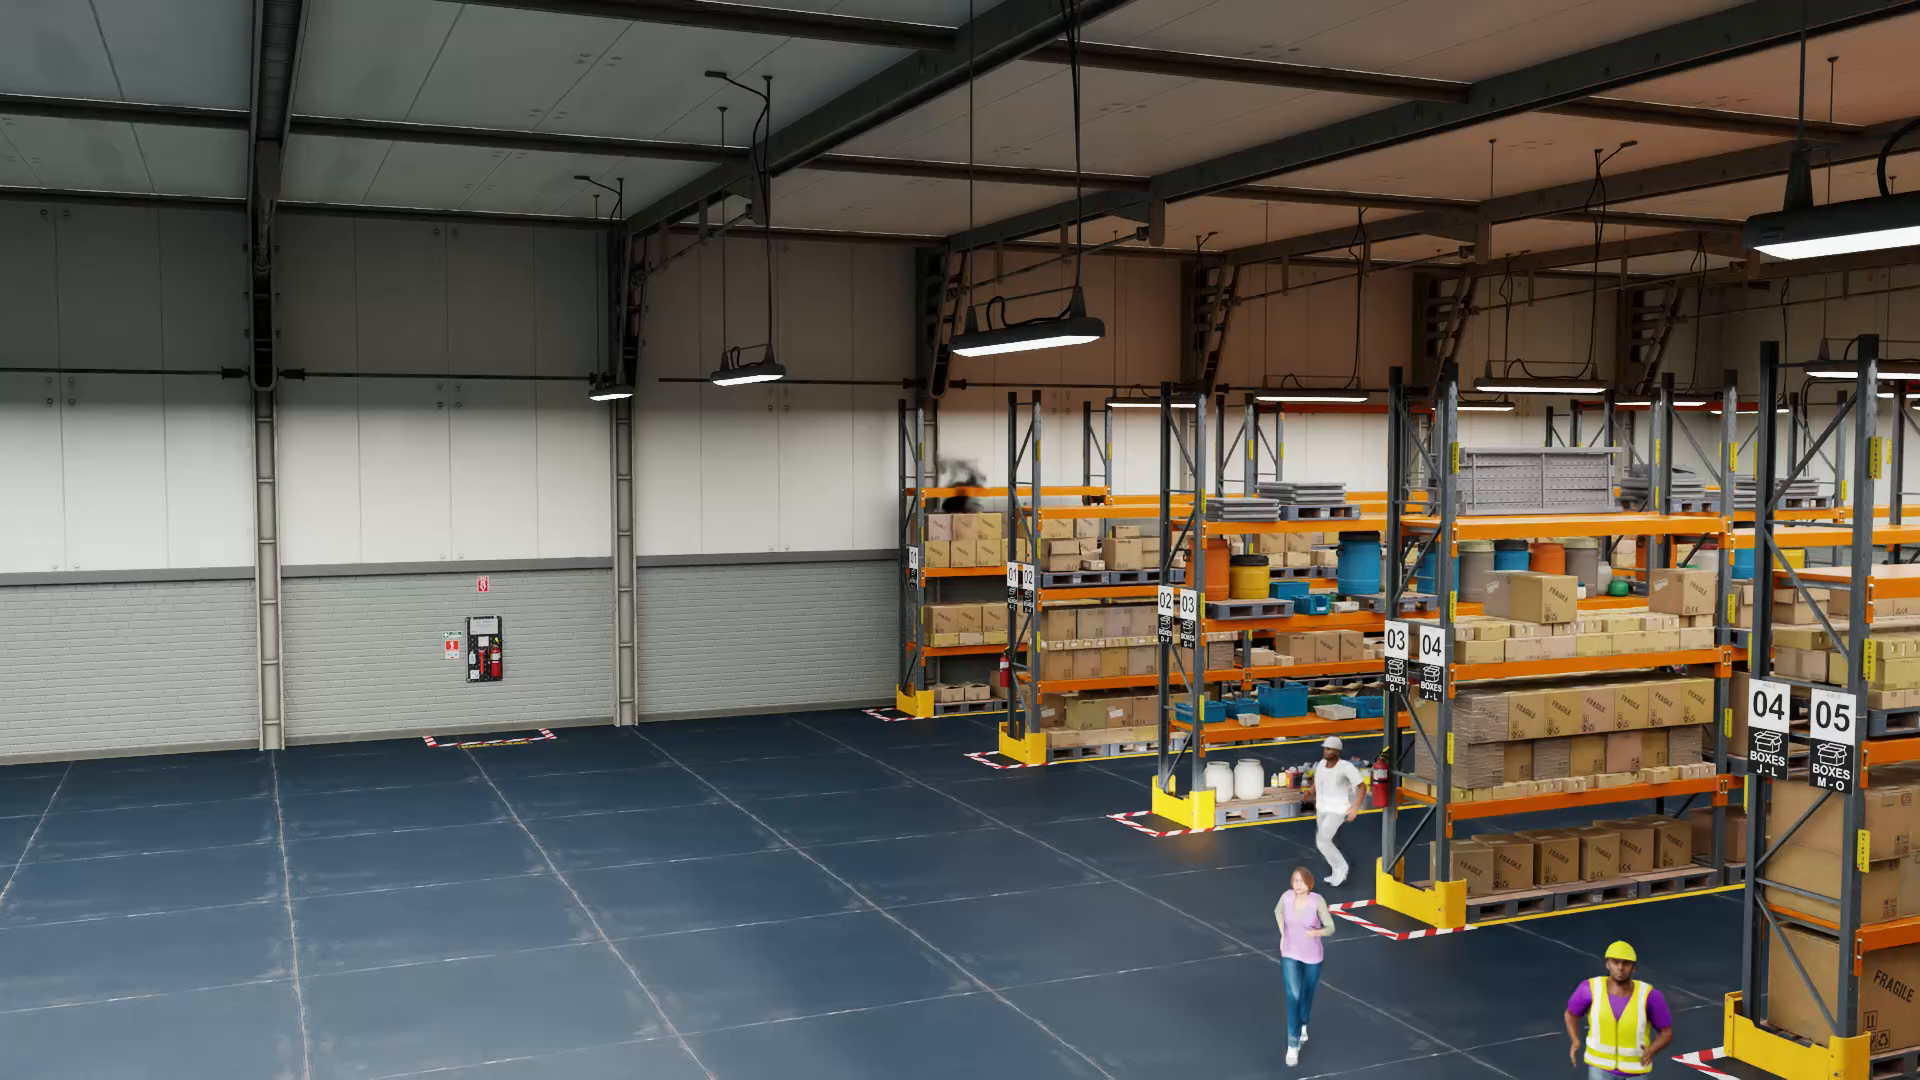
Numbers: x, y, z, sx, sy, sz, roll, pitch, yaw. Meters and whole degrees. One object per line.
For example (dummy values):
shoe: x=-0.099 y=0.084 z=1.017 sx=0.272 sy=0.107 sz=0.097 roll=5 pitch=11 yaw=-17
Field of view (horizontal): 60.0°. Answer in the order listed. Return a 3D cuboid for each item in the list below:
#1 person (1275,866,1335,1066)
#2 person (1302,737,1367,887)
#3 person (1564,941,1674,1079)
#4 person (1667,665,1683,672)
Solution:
person: x=2.898 y=3.552 z=14.011 sx=0.509 sy=1.650 sz=0.719 roll=1 pitch=3 yaw=13
person: x=4.298 y=3.161 z=19.363 sx=0.559 sy=1.751 sz=0.721 roll=-2 pitch=4 yaw=-27
person: x=4.540 y=3.626 z=11.490 sx=0.710 sy=1.730 sz=0.779 roll=1 pitch=4 yaw=23
person: x=12.546 y=2.535 z=29.721 sx=0.966 sy=1.823 sz=0.669 roll=-2 pitch=4 yaw=-34
